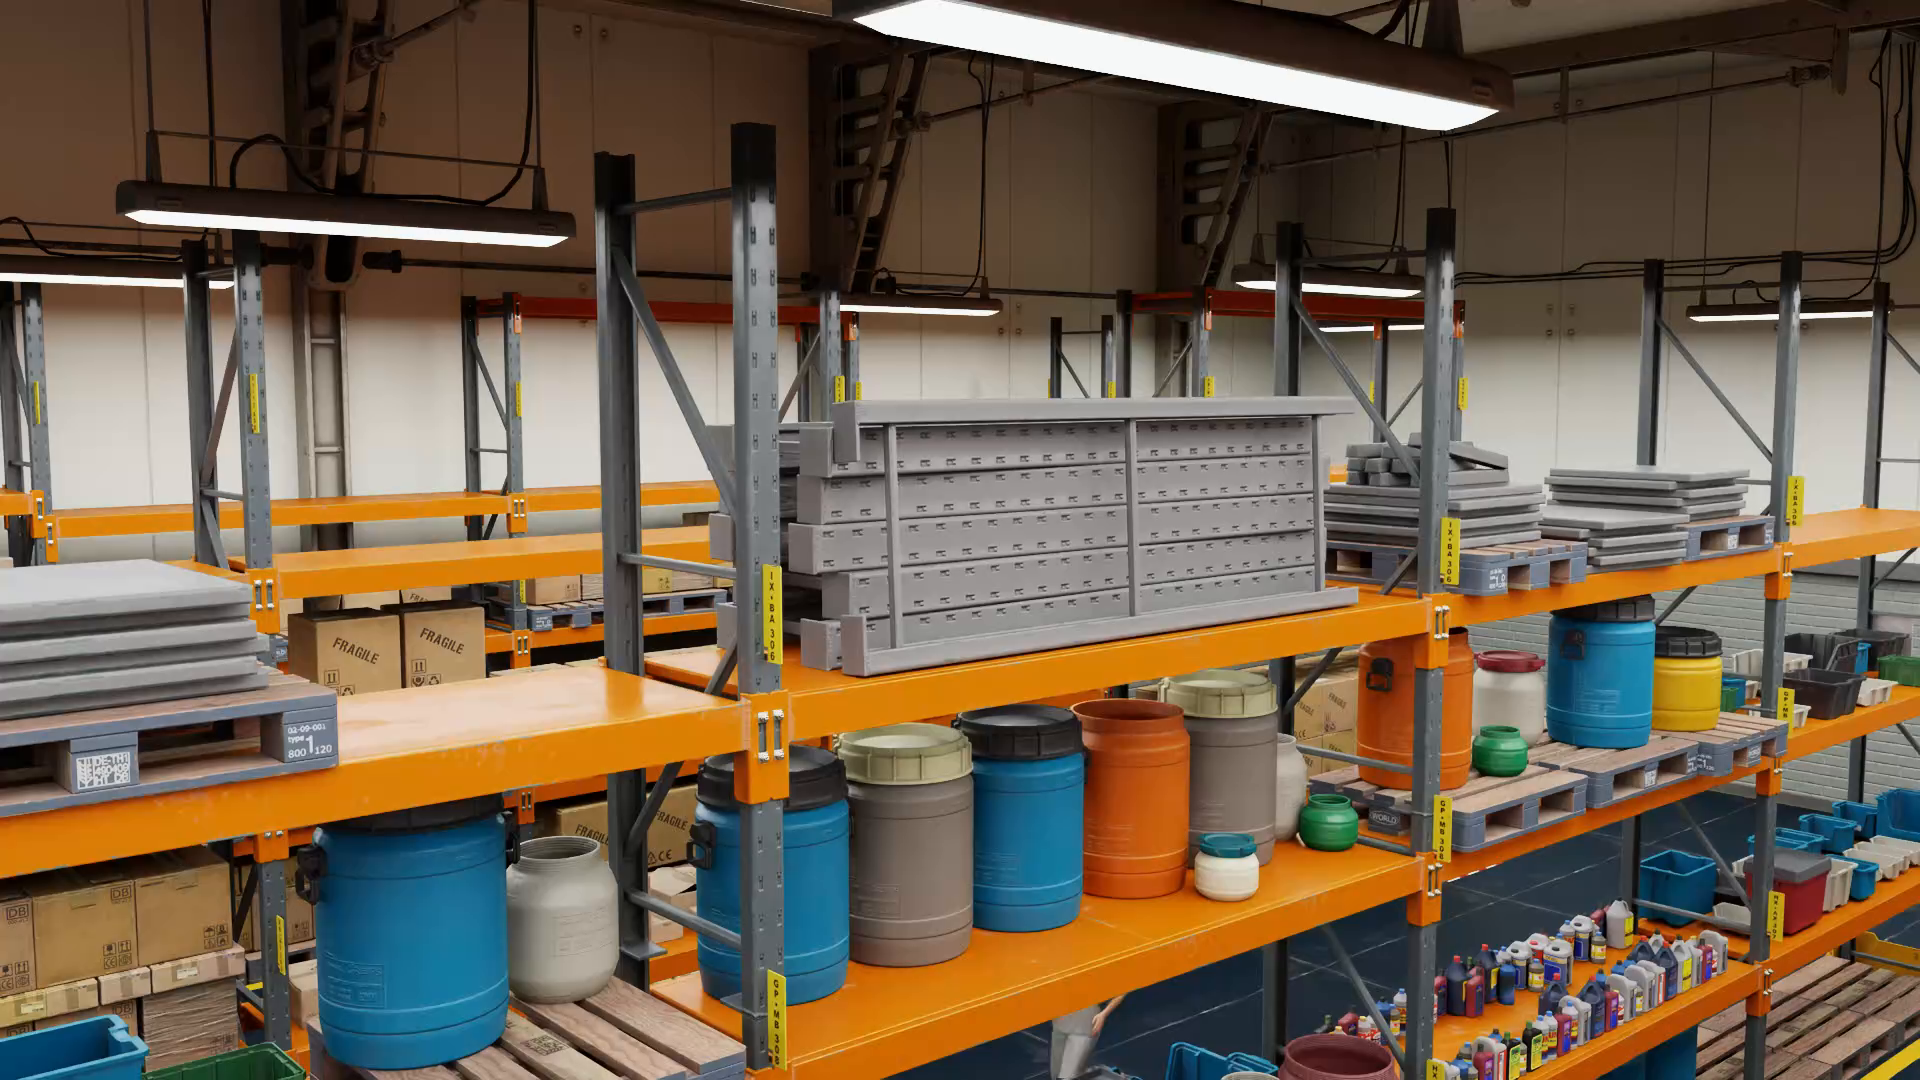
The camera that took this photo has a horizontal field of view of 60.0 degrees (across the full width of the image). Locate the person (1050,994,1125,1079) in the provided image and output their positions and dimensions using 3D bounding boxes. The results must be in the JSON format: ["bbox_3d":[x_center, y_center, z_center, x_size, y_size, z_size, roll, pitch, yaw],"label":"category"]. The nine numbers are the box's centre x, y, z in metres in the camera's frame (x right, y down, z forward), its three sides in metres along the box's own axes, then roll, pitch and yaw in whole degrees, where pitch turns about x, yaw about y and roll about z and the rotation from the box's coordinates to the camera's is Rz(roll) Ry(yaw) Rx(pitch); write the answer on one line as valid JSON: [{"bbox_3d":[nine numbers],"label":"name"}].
[{"bbox_3d":[0.811,3.284,11.194,0.577,1.641,0.877,5,7,41],"label":"person"}]
